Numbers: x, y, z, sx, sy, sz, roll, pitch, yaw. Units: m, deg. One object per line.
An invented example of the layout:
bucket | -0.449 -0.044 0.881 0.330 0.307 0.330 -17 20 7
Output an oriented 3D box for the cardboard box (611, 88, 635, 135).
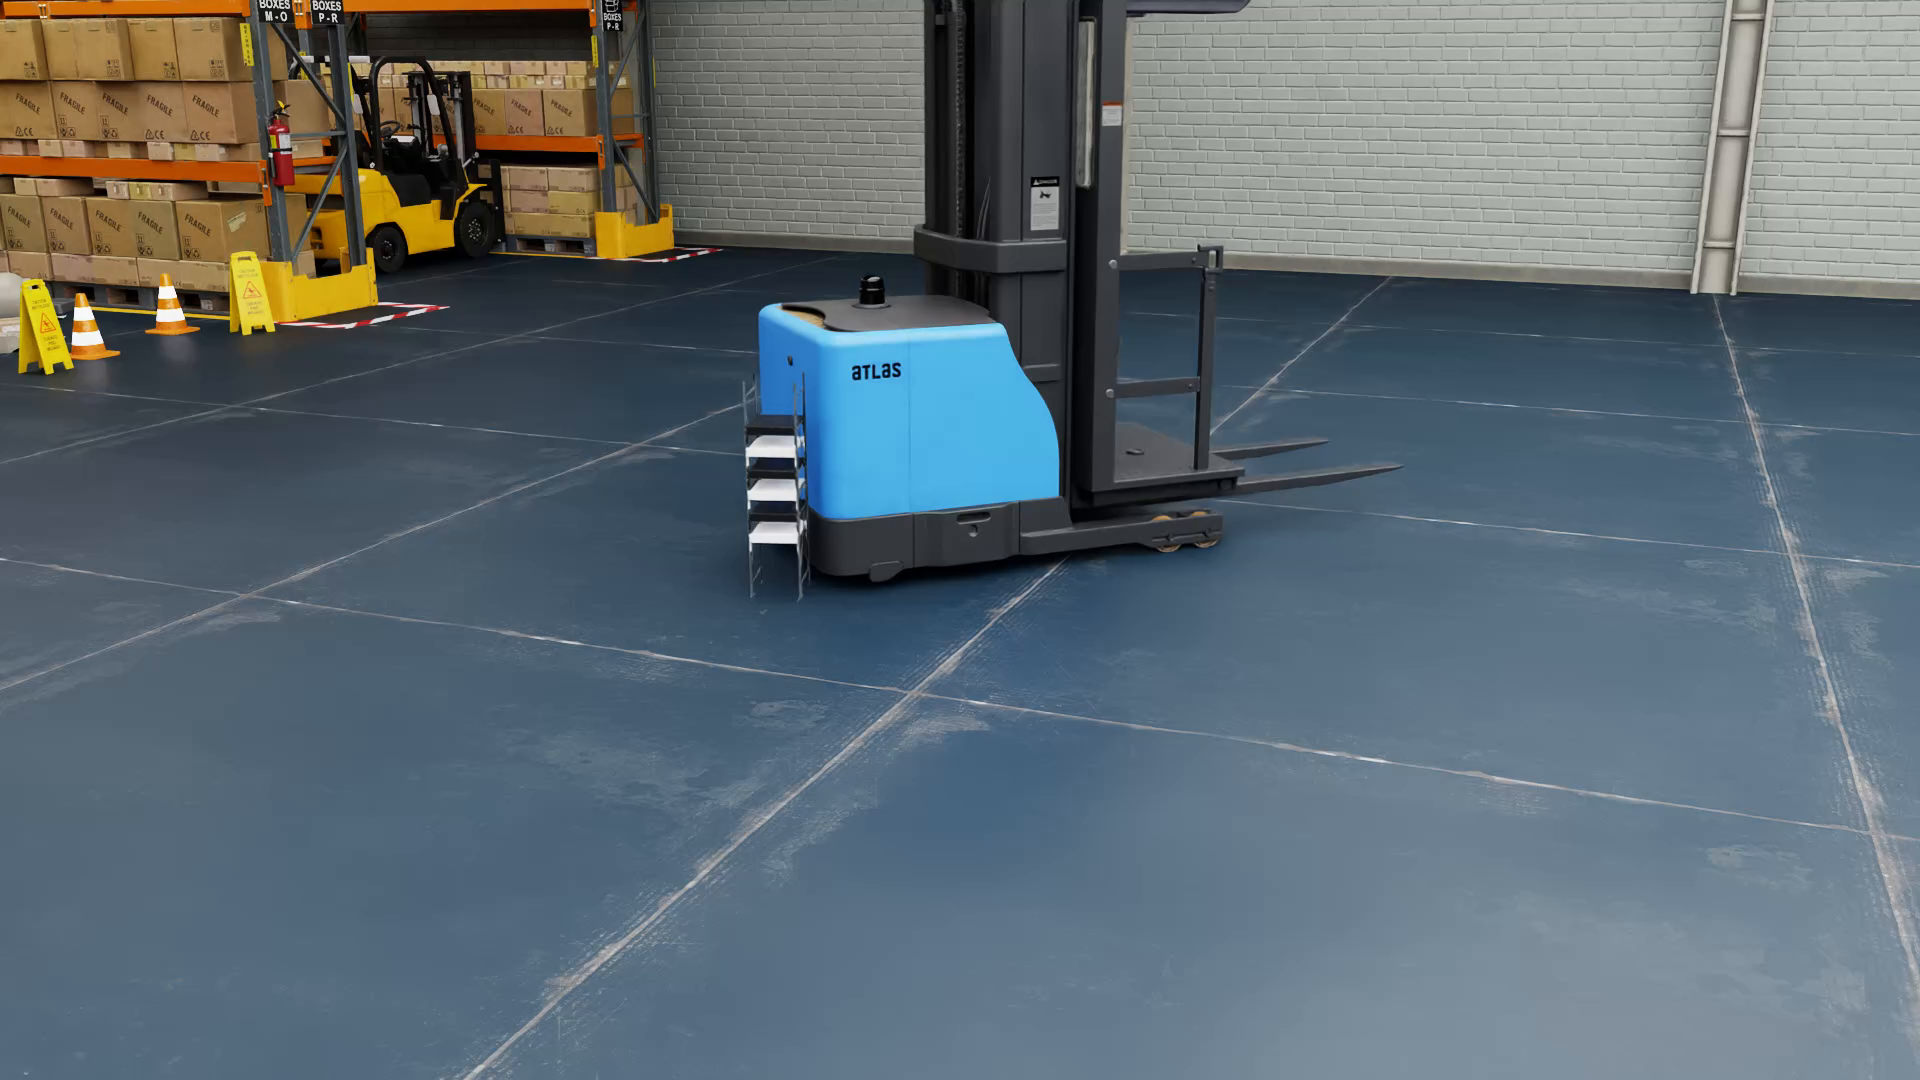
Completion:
cardboard box | -4.066 -4.885 18.942 0.500 0.500 0.500 7 18 22

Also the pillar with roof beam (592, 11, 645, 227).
pillar with roof beam | -5.603 -6.784 14.902 0.400 9.000 9.100 6 17 21

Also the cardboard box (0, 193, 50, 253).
cardboard box | -8.293 -2.895 15.100 0.500 0.500 0.500 7 18 23

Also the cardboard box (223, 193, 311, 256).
cardboard box | -6.196 -2.825 14.857 0.500 0.500 0.500 6 17 19

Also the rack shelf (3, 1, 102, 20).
rack shelf | -13.009 -6.833 21.739 4.000 0.370 1.077 6 17 21

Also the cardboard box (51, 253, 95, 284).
cardboard box | -7.800 -2.482 15.020 0.500 0.250 0.500 6 17 20

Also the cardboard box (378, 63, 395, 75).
cardboard box | -6.521 -5.437 19.144 0.250 0.149 0.380 7 17 22

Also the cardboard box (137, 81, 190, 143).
cardboard box | -6.594 -3.654 14.168 0.500 0.500 0.500 6 17 21

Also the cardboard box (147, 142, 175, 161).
cardboard box | -6.708 -3.336 14.237 0.250 0.149 0.380 7 17 22

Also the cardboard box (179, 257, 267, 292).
cardboard box | -6.397 -2.323 14.476 0.500 0.250 0.500 6 17 20

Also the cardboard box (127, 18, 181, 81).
cardboard box | -6.548 -4.147 14.073 0.500 0.500 0.700 6 17 21

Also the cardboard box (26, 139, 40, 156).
cardboard box | -8.081 -3.515 14.852 0.250 0.149 0.380 6 17 20

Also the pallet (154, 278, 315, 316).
pallet | -6.338 -2.188 14.831 1.213 0.211 1.003 6 17 21

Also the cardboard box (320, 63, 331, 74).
cardboard box | -7.240 -5.517 19.420 0.250 0.149 0.380 7 17 22

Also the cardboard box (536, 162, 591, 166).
cardboard box | -4.550 -4.224 19.230 0.500 0.250 0.500 6 17 21

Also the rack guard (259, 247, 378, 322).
rack guard | -5.595 -2.234 14.473 0.348 0.500 1.175 6 17 21

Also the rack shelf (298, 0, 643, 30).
rack shelf | -5.567 -6.014 18.920 4.000 0.370 1.077 6 17 21

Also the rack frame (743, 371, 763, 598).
rack frame | -0.852 -0.227 6.843 0.006 0.900 0.240 1 16 4

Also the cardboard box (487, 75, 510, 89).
cardboard box | -5.092 -5.141 18.660 0.250 0.149 0.380 6 17 19

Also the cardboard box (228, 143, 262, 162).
cardboard box | -5.951 -3.289 14.074 0.250 0.149 0.380 7 18 22

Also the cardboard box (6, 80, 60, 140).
cardboard box | -8.001 -3.810 14.703 0.500 0.500 0.500 6 17 20

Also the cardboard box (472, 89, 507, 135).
cardboard box | -5.217 -4.853 18.830 0.500 0.500 0.500 6 17 20

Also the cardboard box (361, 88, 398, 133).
cardboard box | -6.620 -5.010 19.371 0.500 0.500 0.500 7 17 22

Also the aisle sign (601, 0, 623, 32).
aisle sign | -3.753 -5.880 17.886 0.004 0.787 0.394 6 17 21

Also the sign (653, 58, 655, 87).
sign | -3.497 -5.312 18.896 0.005 0.325 0.100 6 17 21

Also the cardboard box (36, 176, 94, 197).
cardboard box | -7.971 -3.151 14.819 0.250 0.149 0.380 7 18 24

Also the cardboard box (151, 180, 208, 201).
cardboard box | -6.731 -3.014 14.346 0.250 0.149 0.380 7 18 22

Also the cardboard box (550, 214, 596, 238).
cardboard box | -4.260 -3.562 18.742 0.500 0.250 0.500 6 17 21

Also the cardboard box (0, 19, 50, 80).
cardboard box | -7.991 -4.290 14.563 0.500 0.500 0.700 6 17 19

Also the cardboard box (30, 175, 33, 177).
cardboard box | -12.083 -4.576 21.785 0.500 0.500 0.500 6 17 20

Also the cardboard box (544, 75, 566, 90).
cardboard box | -4.381 -5.055 18.365 0.250 0.149 0.380 7 17 22

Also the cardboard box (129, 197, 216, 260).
cardboard box | -6.852 -2.735 14.548 0.500 0.500 0.500 7 18 23

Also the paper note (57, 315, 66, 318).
paper note | -7.718 -1.902 14.171 0.148 0.019 0.142 0 16 1

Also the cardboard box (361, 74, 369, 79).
cardboard box | -6.734 -5.337 19.335 0.250 0.149 0.380 6 17 21

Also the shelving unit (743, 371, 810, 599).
shelving unit | -0.750 -0.225 6.836 0.210 0.900 0.258 1 16 4

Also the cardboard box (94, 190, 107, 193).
cardboard box | -7.648 -2.983 15.402 0.500 0.500 0.500 7 18 24

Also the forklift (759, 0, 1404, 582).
forklift | 0.648 -1.478 7.507 3.031 2.935 1.130 -7 17 -22

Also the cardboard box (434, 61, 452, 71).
cardboard box | -5.774 -5.385 18.965 0.250 0.149 0.380 6 17 21

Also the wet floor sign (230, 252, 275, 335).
wet floor sign | -5.740 -1.999 13.403 0.232 0.644 0.267 14 21 40

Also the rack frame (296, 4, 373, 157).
rack frame | -7.428 -5.124 19.943 0.127 3.000 1.000 6 17 21

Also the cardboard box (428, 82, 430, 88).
cardboard box | -6.047 -5.244 19.015 0.250 0.149 0.380 6 17 19

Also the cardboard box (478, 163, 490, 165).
cardboard box | -5.668 -4.196 19.131 0.500 0.250 0.500 6 17 20

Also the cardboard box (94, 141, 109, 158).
cardboard box | -7.366 -3.450 14.630 0.250 0.149 0.380 6 17 21

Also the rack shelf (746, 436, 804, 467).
rack shelf | -0.750 -0.366 6.795 0.200 0.077 0.258 1 16 4

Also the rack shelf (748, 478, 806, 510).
rack shelf | -0.750 -0.193 6.845 0.200 0.077 0.258 1 16 4

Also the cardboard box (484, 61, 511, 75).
cardboard box | -5.099 -5.279 18.600 0.250 0.149 0.380 7 18 22

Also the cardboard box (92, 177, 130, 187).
cardboard box | -10.573 -4.527 21.393 0.625 0.625 0.875 7 18 22

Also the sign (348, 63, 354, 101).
sign | -5.325 -3.983 14.462 0.005 0.325 0.100 6 17 21

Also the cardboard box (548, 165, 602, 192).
cardboard box | -4.249 -4.042 18.603 0.500 0.250 0.500 7 18 22

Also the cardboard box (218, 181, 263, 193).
cardboard box | -8.636 -4.317 20.670 0.625 0.625 0.875 6 17 20

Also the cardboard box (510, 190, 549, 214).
cardboard box | -4.737 -3.859 18.867 0.500 0.250 0.500 6 17 20

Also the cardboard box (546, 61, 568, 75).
cardboard box | -4.358 -5.216 18.385 0.250 0.149 0.380 6 17 21

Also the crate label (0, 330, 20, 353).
crate label | -7.243 -1.503 12.606 0.298 0.136 0.250 -2 16 -8
